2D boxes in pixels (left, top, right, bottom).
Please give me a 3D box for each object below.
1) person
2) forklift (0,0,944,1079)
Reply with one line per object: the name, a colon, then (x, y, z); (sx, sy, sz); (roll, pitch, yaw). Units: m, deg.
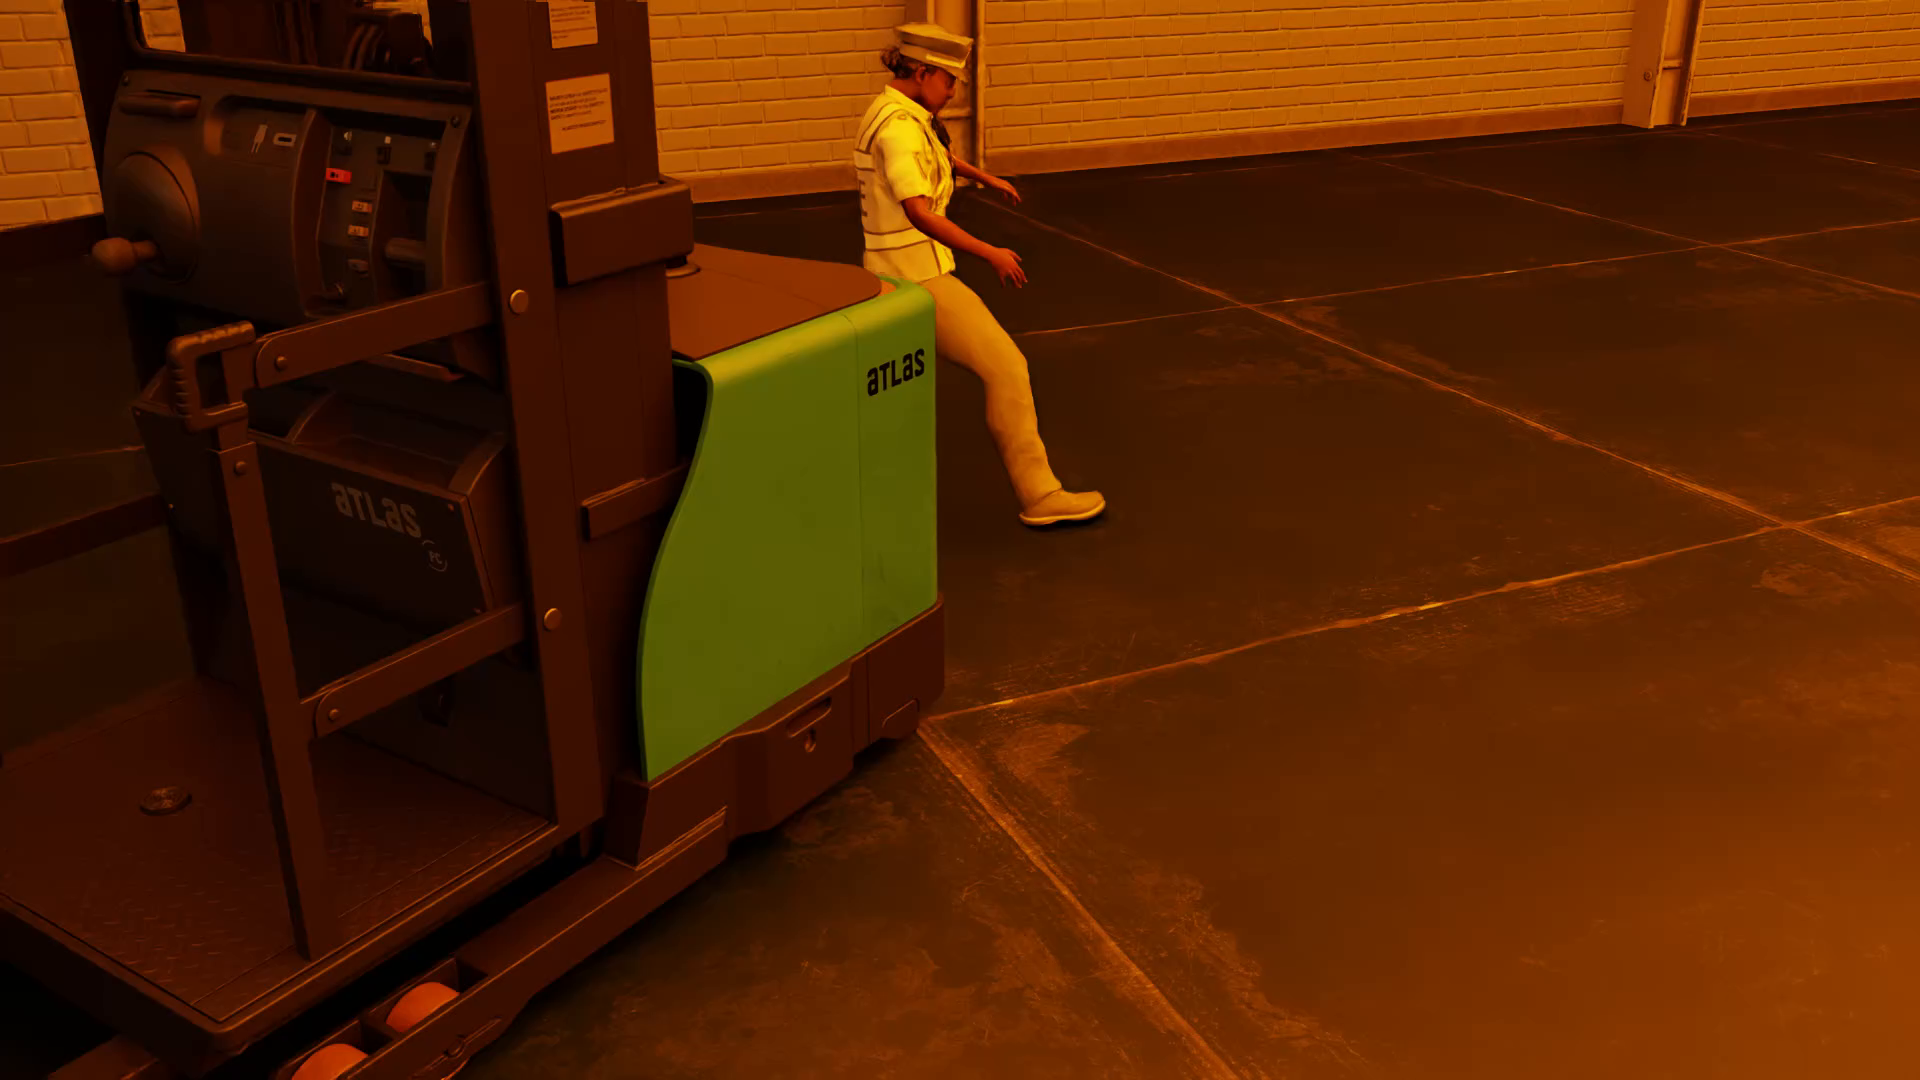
person: (-0.037, -0.892, 5.372); (0.939, 1.494, 1.099); (-1, 23, -4)
forklift: (-1.273, -0.566, 2.648); (1.130, 2.935, 3.031); (14, 27, 31)
